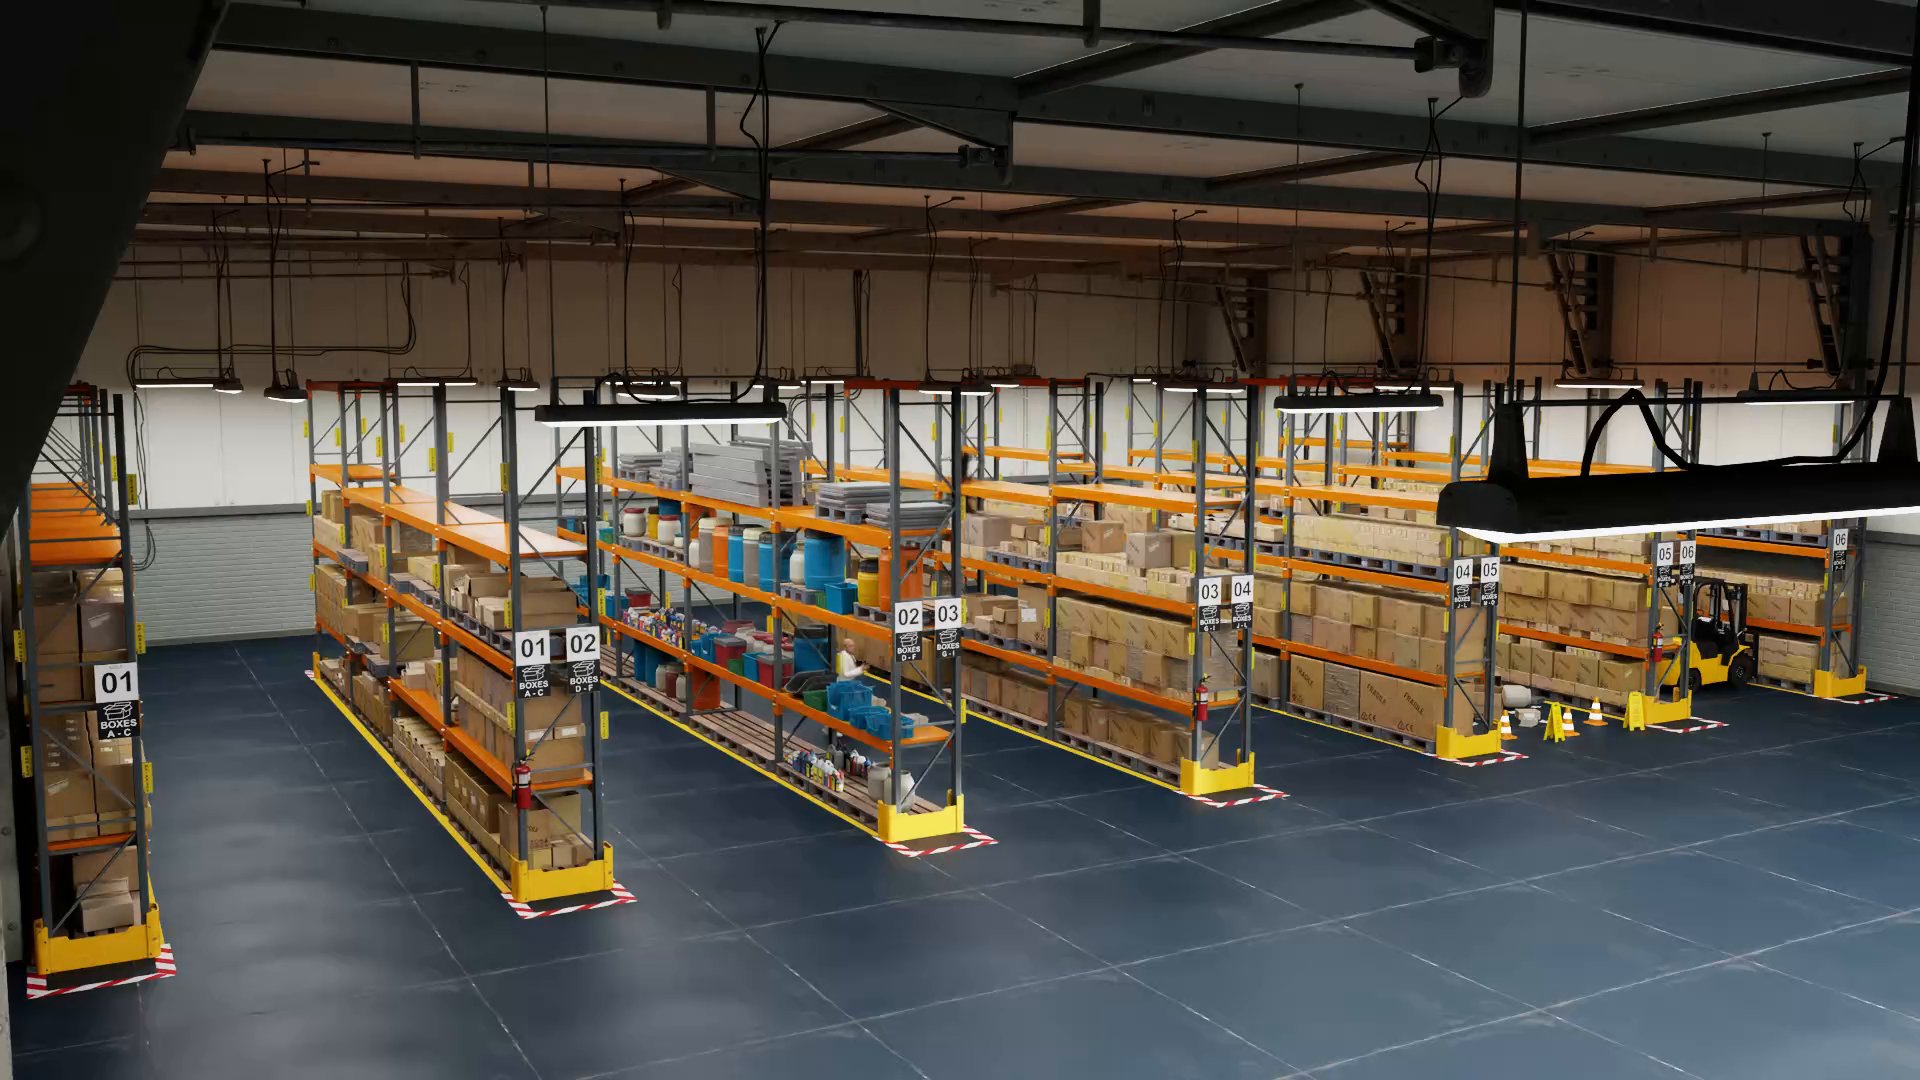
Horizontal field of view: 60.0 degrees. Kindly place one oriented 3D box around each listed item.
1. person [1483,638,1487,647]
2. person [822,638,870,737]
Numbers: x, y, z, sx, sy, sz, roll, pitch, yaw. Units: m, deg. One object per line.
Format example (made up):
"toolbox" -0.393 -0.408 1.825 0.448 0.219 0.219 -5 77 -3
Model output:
"person" 11.108 1.618 36.226 0.654 1.761 0.656 -3 7 -28
"person" -1.937 2.510 27.973 0.938 1.744 0.665 2 6 20
